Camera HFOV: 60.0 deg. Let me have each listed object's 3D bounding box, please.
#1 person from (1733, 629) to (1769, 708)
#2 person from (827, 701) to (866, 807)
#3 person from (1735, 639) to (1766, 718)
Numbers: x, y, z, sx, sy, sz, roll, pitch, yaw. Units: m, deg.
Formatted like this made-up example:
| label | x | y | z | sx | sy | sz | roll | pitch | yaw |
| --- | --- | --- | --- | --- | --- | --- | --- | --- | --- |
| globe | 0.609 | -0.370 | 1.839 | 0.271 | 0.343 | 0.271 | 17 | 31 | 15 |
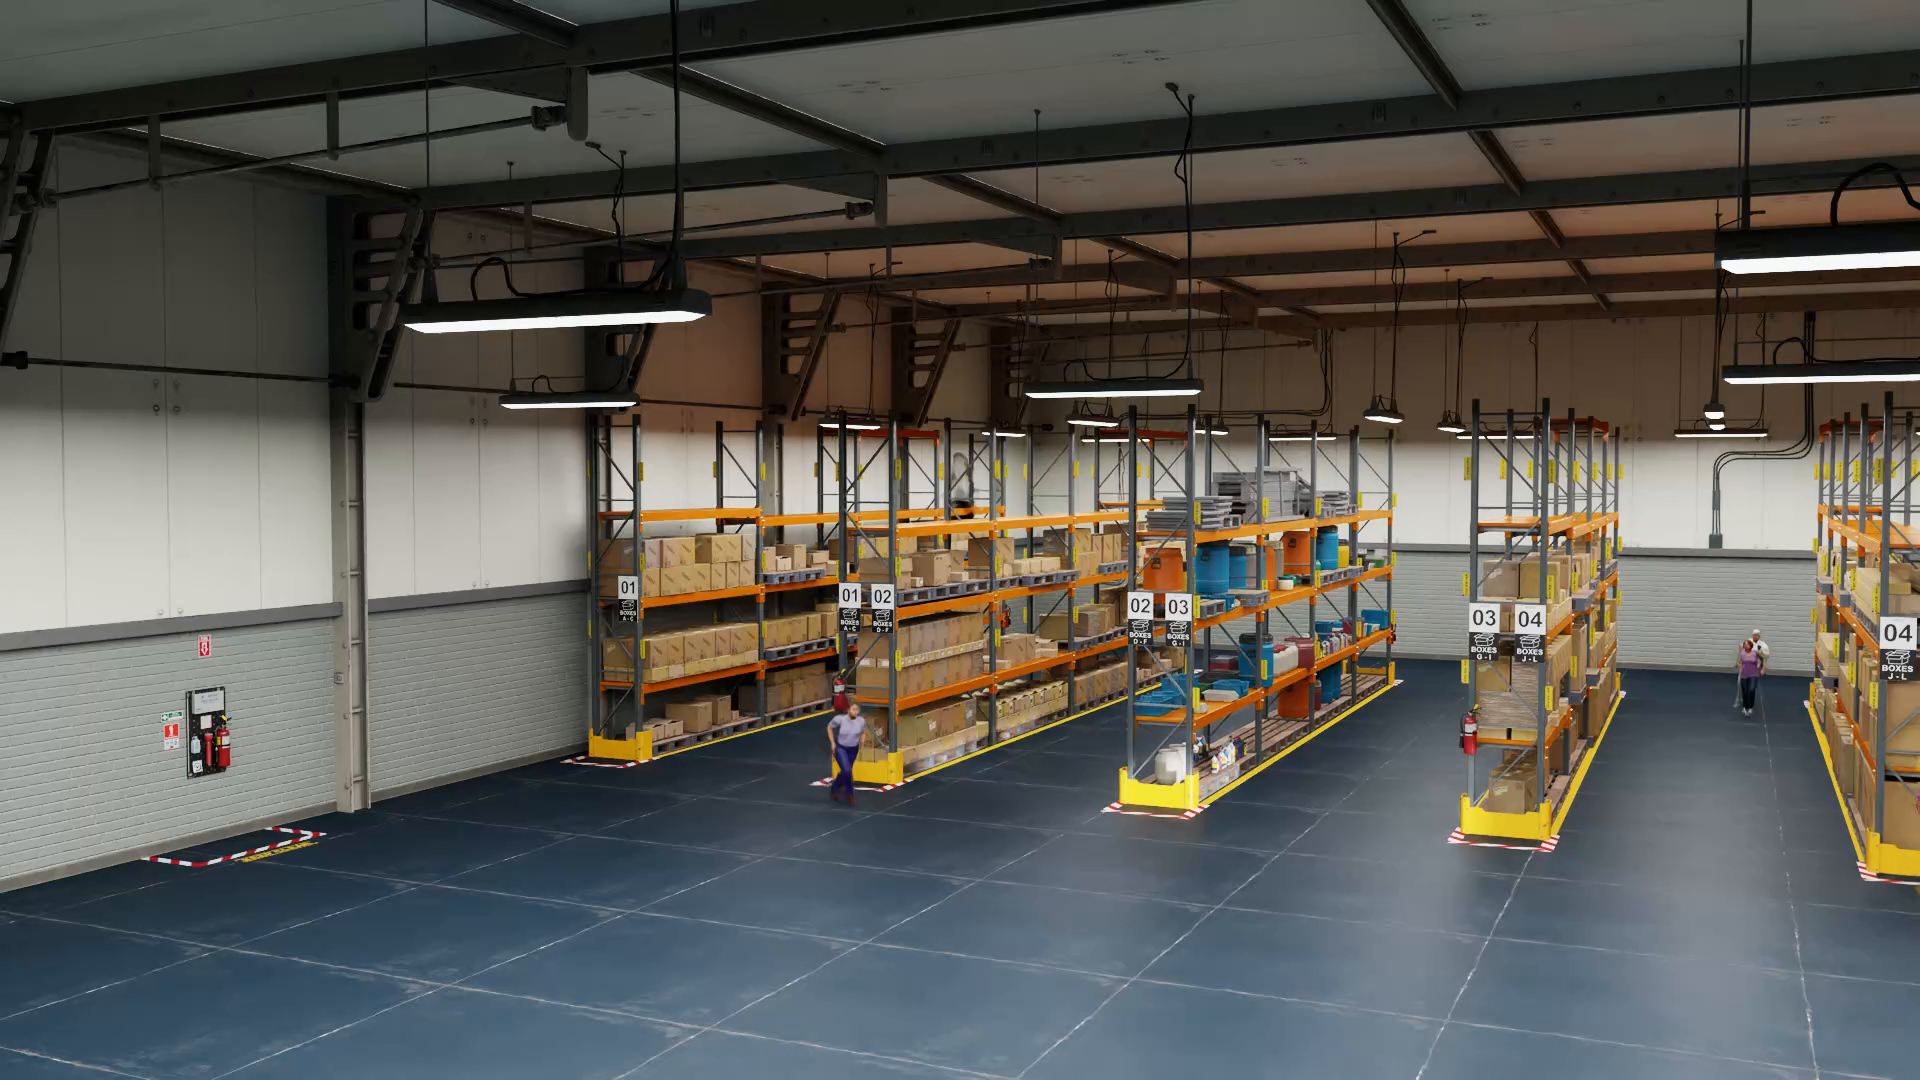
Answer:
| label | x | y | z | sx | sy | sz | roll | pitch | yaw |
| --- | --- | --- | --- | --- | --- | --- | --- | --- | --- |
| person | 16.889 | 2.741 | 35.461 | 0.654 | 1.704 | 0.767 | 1 | 3 | 29 |
| person | -1.725 | 3.200 | 25.111 | 0.568 | 1.599 | 0.871 | -1 | 3 | -30 |
| person | 16.065 | 2.814 | 33.818 | 0.549 | 1.573 | 0.808 | 2 | 3 | 33 |
